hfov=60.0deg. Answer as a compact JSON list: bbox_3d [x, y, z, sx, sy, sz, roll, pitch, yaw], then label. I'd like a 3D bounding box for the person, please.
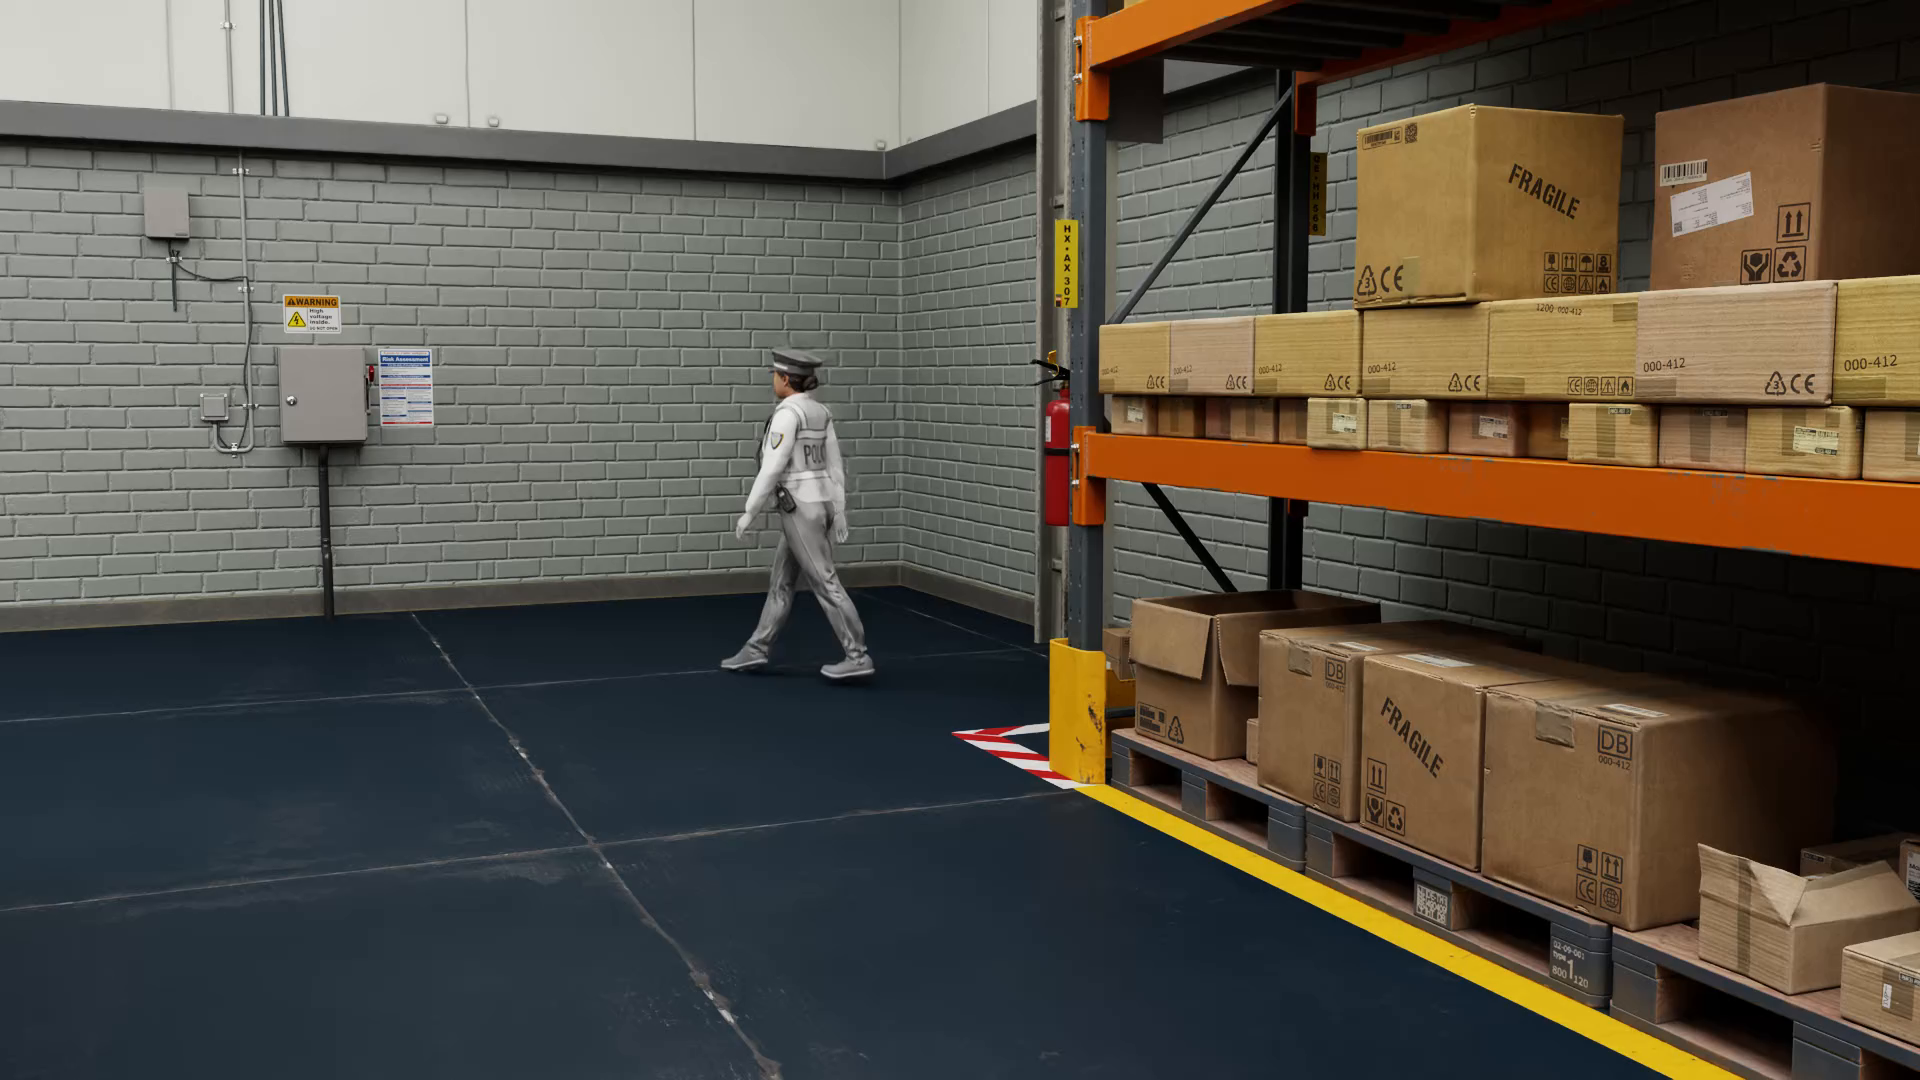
[{"bbox_3d":[-0.848,-0.133,8.241,0.907,1.650,0.513,2,6,18],"label":"person"}]
